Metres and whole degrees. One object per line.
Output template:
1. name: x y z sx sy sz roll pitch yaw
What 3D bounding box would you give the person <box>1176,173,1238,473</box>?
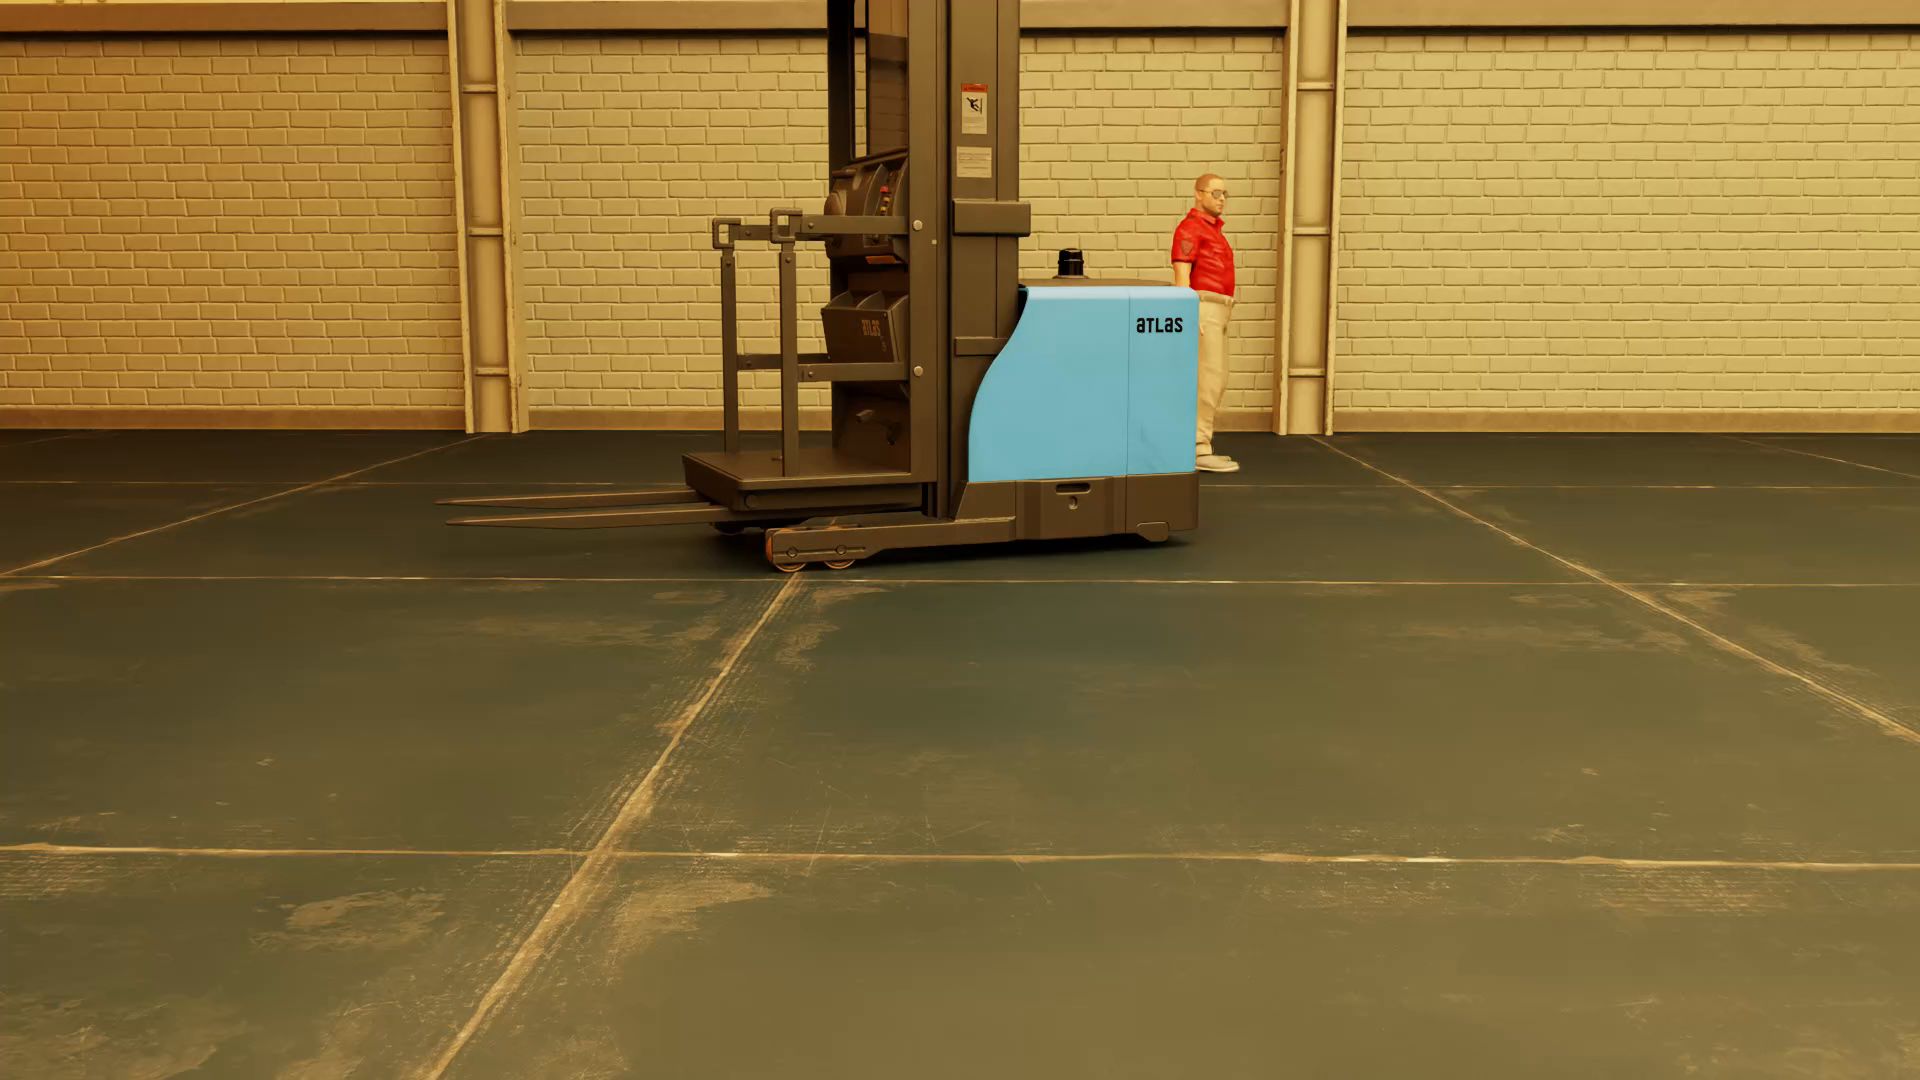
1. person: 1.457 -1.281 9.798 0.371 1.730 0.541 3 9 17

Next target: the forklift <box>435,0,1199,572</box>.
1. forklift: -0.569 -1.416 6.694 3.031 2.935 1.130 -3 9 -20
